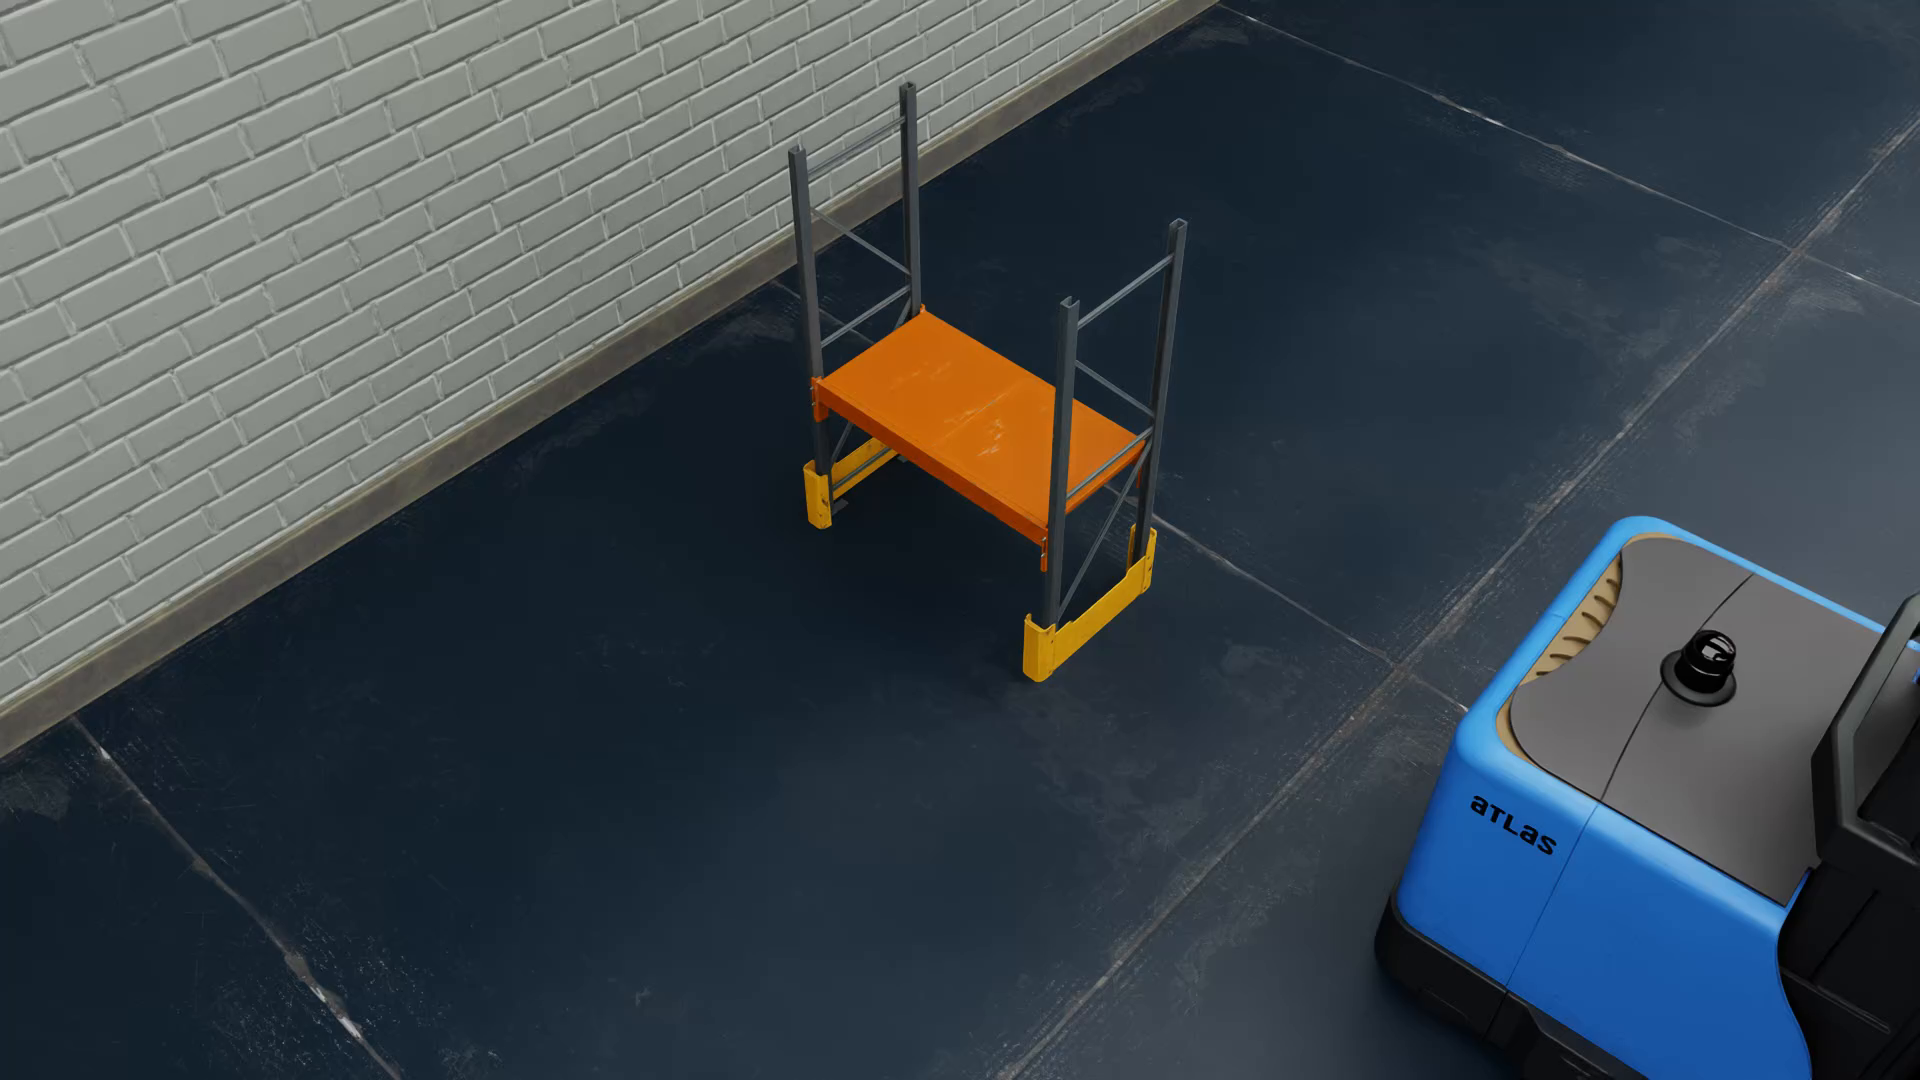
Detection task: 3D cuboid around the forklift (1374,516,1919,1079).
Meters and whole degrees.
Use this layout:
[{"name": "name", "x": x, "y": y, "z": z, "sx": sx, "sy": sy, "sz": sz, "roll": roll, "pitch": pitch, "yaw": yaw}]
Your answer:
[{"name": "forklift", "x": 2.602, "y": 0.599, "z": 3.177, "sx": 3.031, "sy": 2.935, "sz": 1.130, "roll": 31, "pitch": 54, "yaw": 26}]

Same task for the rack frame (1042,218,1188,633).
[{"name": "rack frame", "x": 0.436, "y": -0.220, "z": 4.928, "sx": 0.032, "sy": 1.500, "sz": 0.500, "roll": 34, "pitch": 55, "yaw": 28}]

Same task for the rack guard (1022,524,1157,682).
[{"name": "rack guard", "x": 0.422, "y": 0.198, "z": 5.392, "sx": 0.087, "sy": 0.250, "sz": 0.587, "roll": 34, "pitch": 55, "yaw": 28}]

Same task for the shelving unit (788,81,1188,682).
[{"name": "shelving unit", "x": 0.056, "y": -0.476, "z": 5.168, "sx": 1.083, "sy": 1.500, "sz": 0.587, "roll": 34, "pitch": 55, "yaw": 28}]

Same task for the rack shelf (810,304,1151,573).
[{"name": "rack shelf", "x": 0.063, "y": -0.348, "z": 5.295, "sx": 1.000, "sy": 0.185, "sz": 0.538, "roll": 34, "pitch": 55, "yaw": 28}]

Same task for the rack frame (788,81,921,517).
[{"name": "rack frame", "x": -0.311, "y": -0.723, "z": 5.400, "sx": 0.032, "sy": 1.500, "sz": 0.500, "roll": 34, "pitch": 55, "yaw": 28}]

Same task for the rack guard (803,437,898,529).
[{"name": "rack guard", "x": -0.310, "y": -0.294, "z": 5.855, "sx": 0.087, "sy": 0.250, "sz": 0.587, "roll": 34, "pitch": 55, "yaw": 28}]
